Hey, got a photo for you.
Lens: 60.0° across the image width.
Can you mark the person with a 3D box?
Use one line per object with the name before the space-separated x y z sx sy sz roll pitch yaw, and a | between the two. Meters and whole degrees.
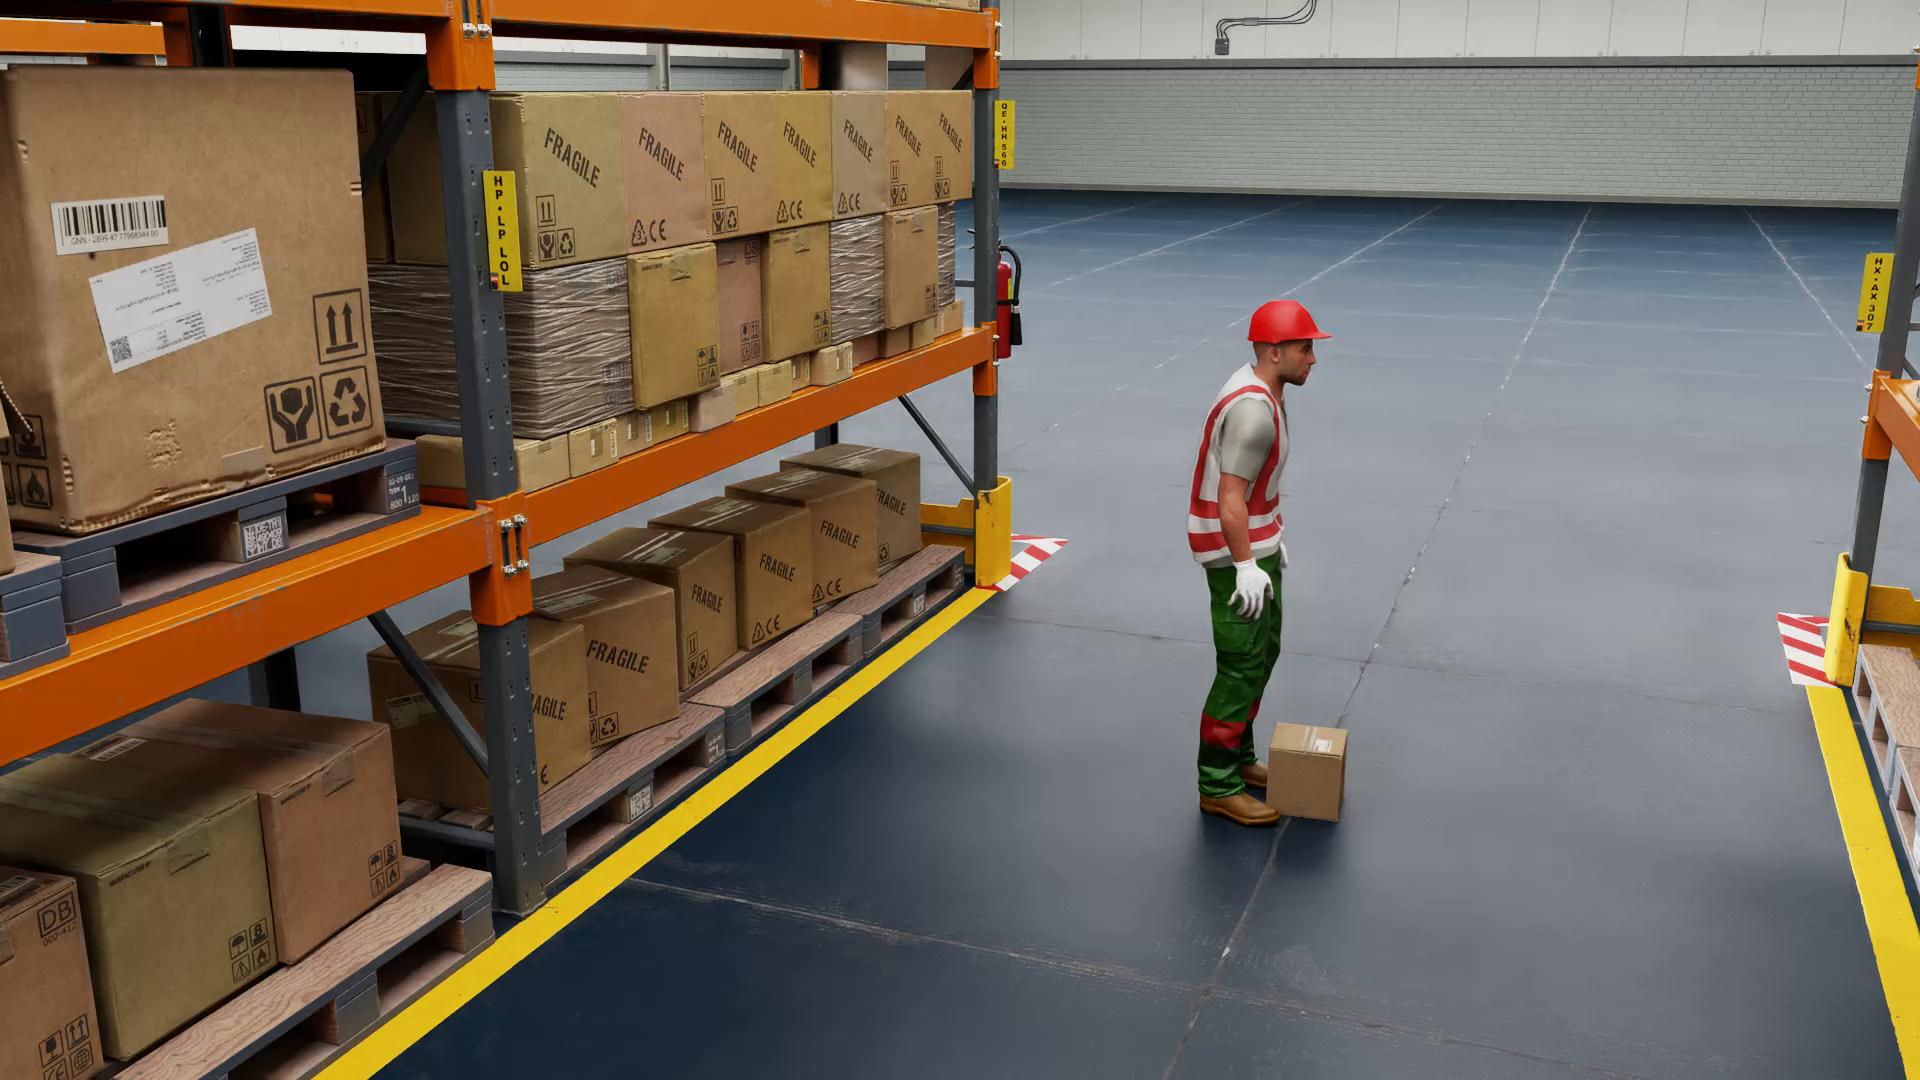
person | 1.022 0.056 5.784 0.446 1.780 0.620 5 16 18
